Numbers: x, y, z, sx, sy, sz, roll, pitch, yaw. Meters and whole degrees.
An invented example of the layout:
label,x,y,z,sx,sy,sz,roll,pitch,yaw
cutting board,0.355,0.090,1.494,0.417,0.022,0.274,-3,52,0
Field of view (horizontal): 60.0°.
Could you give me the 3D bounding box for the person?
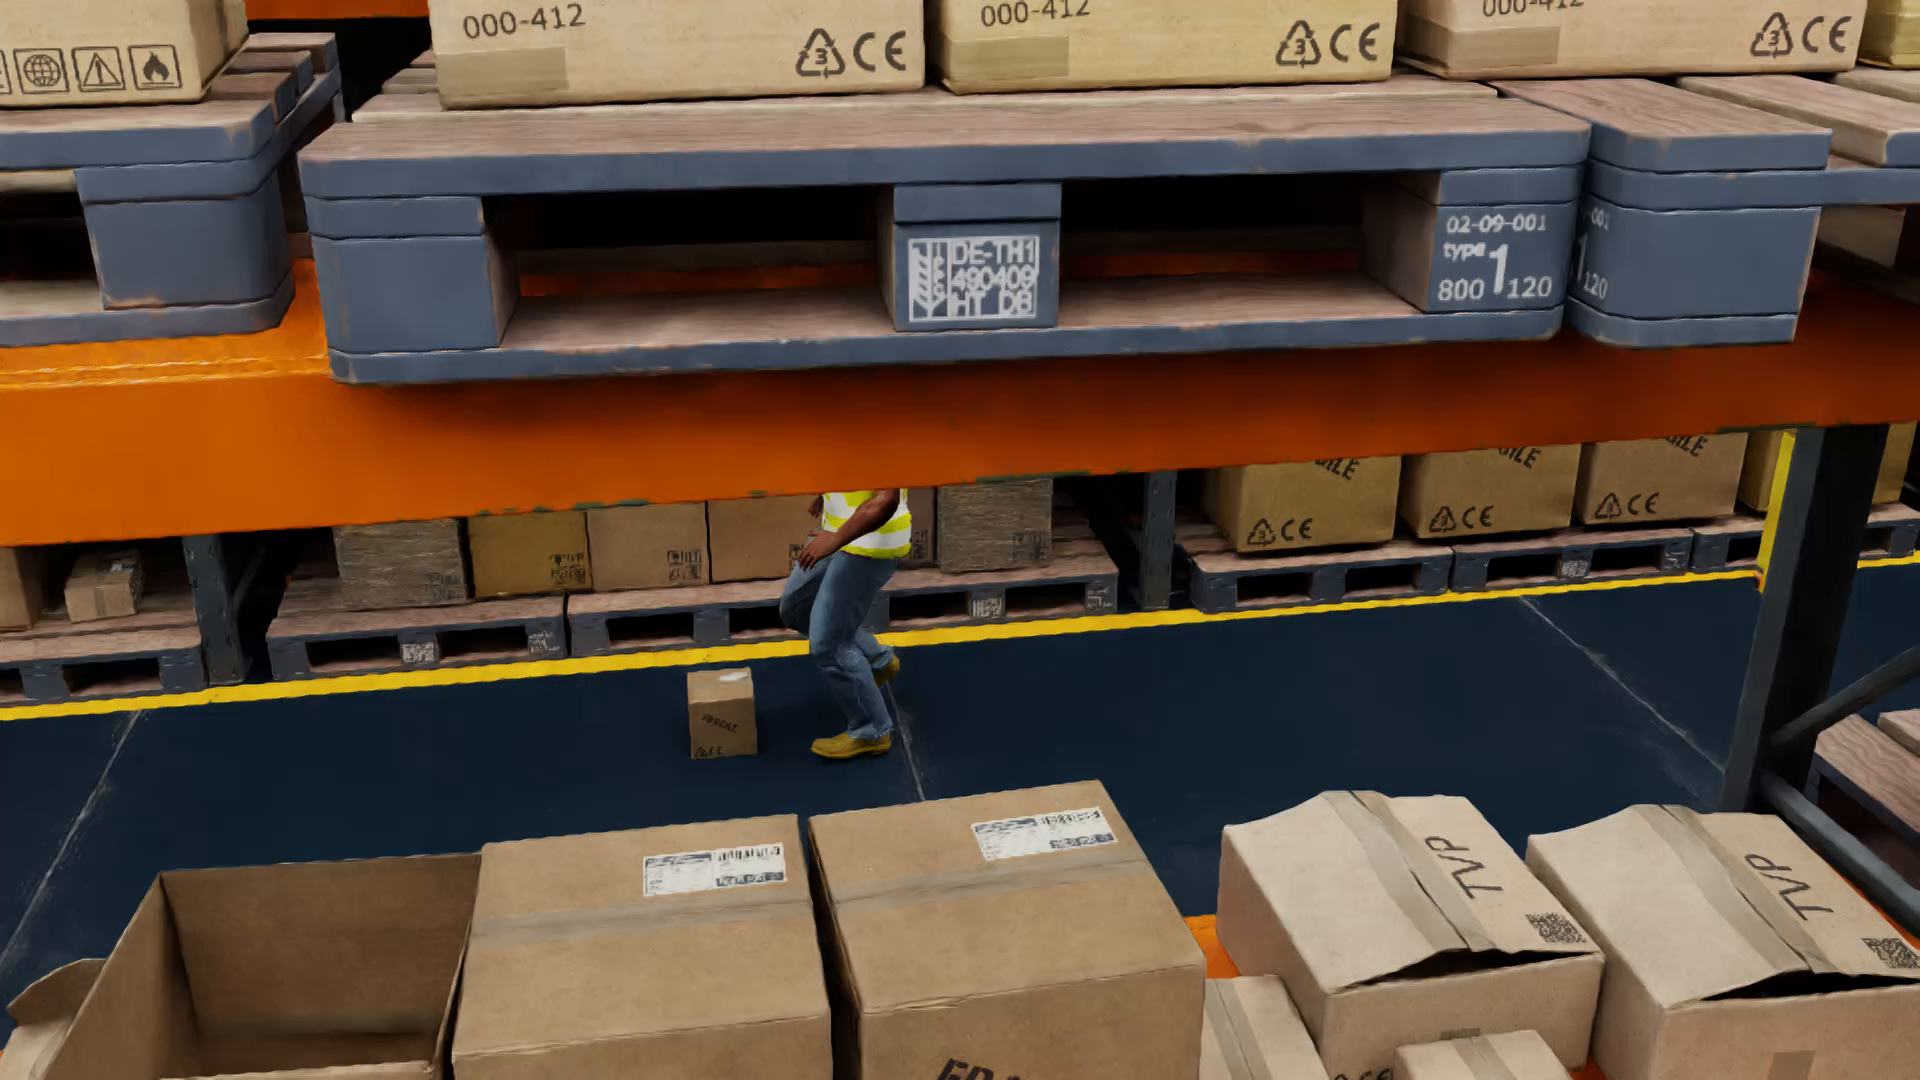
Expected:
label,x,y,z,sx,sy,sz,roll,pitch,yaw
person,-0.405,-0.007,6.115,0.516,1.729,0.767,-5,24,-12
